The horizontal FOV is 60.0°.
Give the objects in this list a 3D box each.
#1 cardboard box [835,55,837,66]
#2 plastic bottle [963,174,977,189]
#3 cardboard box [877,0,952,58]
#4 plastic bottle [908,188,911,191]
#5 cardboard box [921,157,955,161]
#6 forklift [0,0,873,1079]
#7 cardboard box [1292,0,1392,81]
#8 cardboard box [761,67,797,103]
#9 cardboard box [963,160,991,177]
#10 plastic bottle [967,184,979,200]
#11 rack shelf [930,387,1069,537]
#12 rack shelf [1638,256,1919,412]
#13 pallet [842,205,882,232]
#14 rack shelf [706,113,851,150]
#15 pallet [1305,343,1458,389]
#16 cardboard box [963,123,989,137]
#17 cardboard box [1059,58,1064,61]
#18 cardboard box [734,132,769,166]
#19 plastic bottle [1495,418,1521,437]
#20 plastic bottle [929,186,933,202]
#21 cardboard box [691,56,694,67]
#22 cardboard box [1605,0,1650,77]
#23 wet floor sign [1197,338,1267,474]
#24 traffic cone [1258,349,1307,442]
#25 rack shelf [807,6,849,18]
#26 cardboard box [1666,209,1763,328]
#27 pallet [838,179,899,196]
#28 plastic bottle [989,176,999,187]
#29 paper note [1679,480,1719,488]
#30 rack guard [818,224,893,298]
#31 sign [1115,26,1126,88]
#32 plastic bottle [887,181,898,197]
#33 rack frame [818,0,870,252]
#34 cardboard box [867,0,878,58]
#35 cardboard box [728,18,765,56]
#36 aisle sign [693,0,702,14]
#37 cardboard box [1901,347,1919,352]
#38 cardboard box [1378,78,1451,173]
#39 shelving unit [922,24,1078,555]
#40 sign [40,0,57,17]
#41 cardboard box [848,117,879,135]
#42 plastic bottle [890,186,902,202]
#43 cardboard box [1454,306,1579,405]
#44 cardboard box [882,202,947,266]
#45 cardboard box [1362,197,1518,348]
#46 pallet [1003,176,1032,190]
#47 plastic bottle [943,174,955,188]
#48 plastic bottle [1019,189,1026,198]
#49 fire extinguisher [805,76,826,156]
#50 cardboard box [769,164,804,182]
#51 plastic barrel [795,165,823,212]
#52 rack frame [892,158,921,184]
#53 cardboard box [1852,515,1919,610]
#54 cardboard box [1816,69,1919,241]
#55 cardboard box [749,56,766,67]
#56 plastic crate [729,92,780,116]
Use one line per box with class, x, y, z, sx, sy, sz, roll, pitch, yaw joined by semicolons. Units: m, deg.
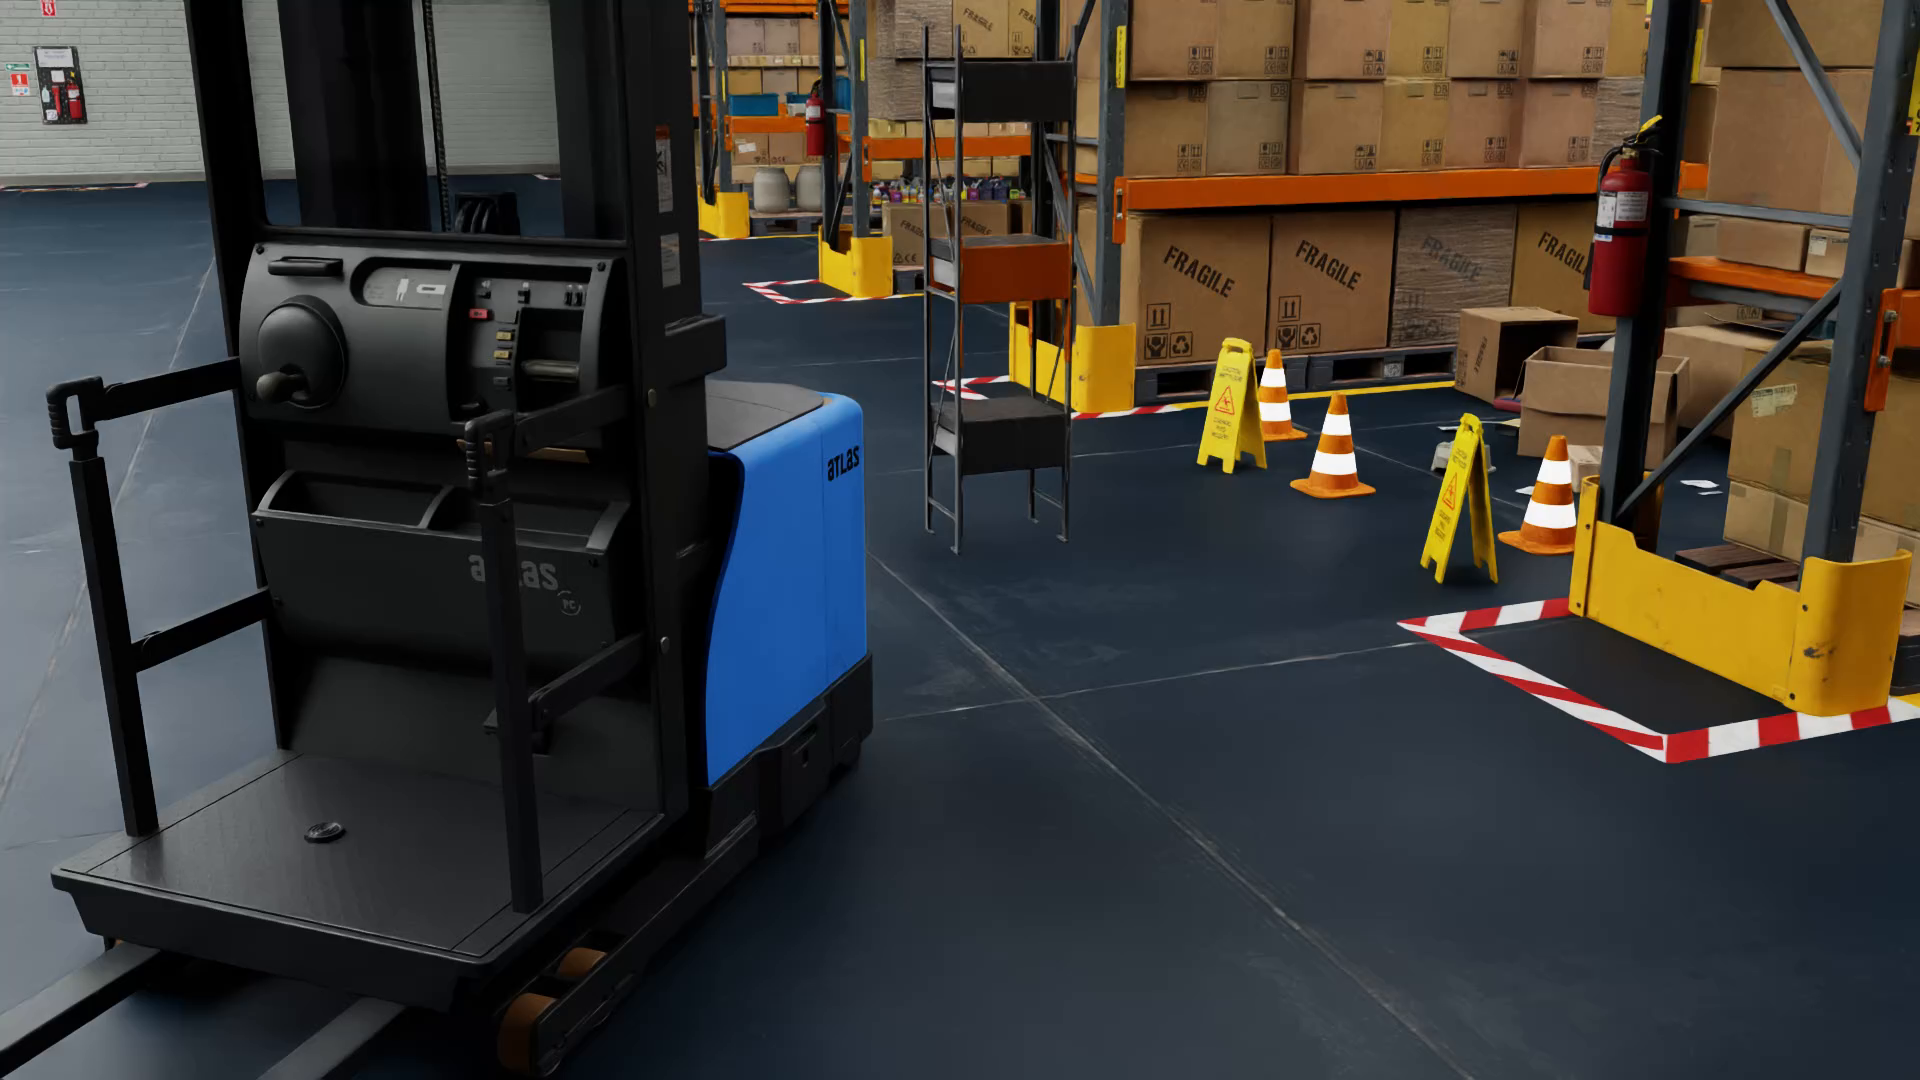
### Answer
cardboard box;-1.929;-6.834;23.716;0.250;0.149;0.380;-6;17;-20
plastic bottle;0.117;-4.287;20.292;0.185;0.351;0.144;-6;17;-20
cardboard box;-0.384;-4.304;13.952;0.500;0.500;0.500;-6;17;-20
plastic bottle;-0.597;-4.145;20.075;0.097;0.201;0.097;0;16;0
cardboard box;-0.326;-5.788;24.623;0.500;0.311;0.500;-6;17;-20
forklift;-1.237;-0.445;3.410;1.130;2.935;3.031;6;17;19
cardboard box;2.098;-3.053;9.987;0.550;0.550;0.875;-6;17;-20
cardboard box;-2.651;-6.505;23.750;0.500;0.500;0.700;-6;17;-18
cardboard box;0.142;-5.569;24.874;0.500;0.250;0.500;-6;17;-19
plastic bottle;0.153;-4.077;19.698;0.133;0.283;0.061;-5;17;-16
rack shelf;0.155;-0.339;7.060;0.480;0.518;0.431;-6;17;-20
rack shelf;4.419;-0.899;6.114;4.000;0.370;1.077;-6;17;-20
pallet;-0.815;-3.838;19.793;1.213;0.211;1.003;-6;17;-20
rack shelf;-0.899;-4.810;19.430;4.000;0.370;1.077;-6;17;-20
pallet;2.542;-1.220;10.879;1.213;0.211;1.003;-6;17;-20
cardboard box;0.062;-3.568;14.370;0.250;0.149;0.380;-6;17;-20
cardboard box;0.906;-4.057;14.886;0.500;0.500;0.875;-6;17;-20
cardboard box;-3.027;-5.599;23.645;0.500;0.500;0.500;-6;17;-20
plastic bottle;3.065;-0.620;9.102;0.283;0.061;0.133;-14;21;-39
plastic bottle;-0.360;-4.021;19.529;0.097;0.271;0.097;0;16;0
cardboard box;-3.847;-6.626;23.011;0.250;0.149;0.380;-7;18;-22
cardboard box;4.064;-3.300;10.830;0.550;0.550;0.875;-6;17;-20
wet floor sign;1.367;-0.681;8.274;0.232;0.644;0.267;-10;19;-30
traffic cone;1.690;-0.798;8.993;0.334;0.463;0.336;-6;17;-20
rack shelf;-0.709;-9.259;29.257;4.000;0.370;1.077;-6;17;-20
cardboard box;4.968;-1.947;11.651;0.750;0.750;1.050;-6;17;-20
pallet;-1.558;-5.253;24.612;1.213;0.211;1.003;-6;17;-20
plastic bottle;0.418;-4.194;19.977;0.185;0.351;0.144;-6;17;-20
paper note;3.569;-0.278;8.011;0.142;0.019;0.148;0;16;-1
rack guard;-0.924;-2.458;14.583;0.348;0.500;1.175;-6;17;-20
sign;0.879;-2.642;9.093;0.005;0.325;0.100;-6;17;-20
plastic bottle;-0.834;-4.190;20.097;0.135;0.276;0.152;-7;18;-22
rack frame;-0.995;-3.650;14.205;0.127;3.000;1.000;-6;17;-20
cardboard box;-0.570;-4.441;14.418;0.500;0.500;0.500;-6;17;-20
cardboard box;-3.086;-7.082;23.411;0.500;0.500;0.700;-6;17;-20
aisle sign;-2.941;-6.272;18.517;0.004;0.787;0.394;-6;17;-20
cardboard box;3.525;-0.800;6.152;0.250;0.149;0.380;-6;17;-18
cardboard box;2.570;-2.605;10.380;0.500;0.550;0.875;-6;17;-20
shelving unit;0.155;-1.024;6.859;0.503;2.100;0.431;-6;17;-20
sign;-13.935;-8.152;25.419;0.199;0.298;0.001;-6;17;-20
cardboard box;-0.802;-3.613;14.523;0.250;0.149;0.380;-6;17;-20
plastic bottle;-0.745;-3.980;19.368;0.133;0.283;0.061;-6;17;-19
cardboard box;3.338;-1.114;9.999;0.500;0.500;0.500;-3;17;-11
cardboard box;-0.406;-2.711;14.697;0.500;0.500;0.500;-3;17;-10
cardboard box;2.968;-1.783;10.873;0.875;0.875;0.875;-6;17;-20
pallet;1.014;-5.531;25.558;1.213;0.211;1.003;-6;17;-20
plastic bottle;-0.110;-4.305;20.357;0.185;0.351;0.144;-7;18;-22
plastic bottle;0.741;-4.106;19.944;0.097;0.201;0.097;0;16;0
fire extinguisher;-1.267;-3.723;14.589;0.183;0.674;0.296;-6;17;-20
cardboard box;-2.554;-5.285;23.908;0.500;0.250;0.500;-6;17;-20
plastic barrel;-1.712;-4.098;19.400;0.421;0.512;0.421;0;16;0
rack frame;-0.801;-6.660;24.455;0.127;3.000;1.000;-6;17;-20
cardboard box;3.404;0.066;5.683;0.500;0.250;0.500;-6;18;-21
cardboard box;3.093;-1.208;5.184;0.500;0.500;0.500;-6;18;-21
cardboard box;-2.891;-6.729;23.362;0.250;0.149;0.380;-6;18;-21
plastic crate;-2.407;-5.011;19.103;0.616;0.251;0.499;-6;17;-20
